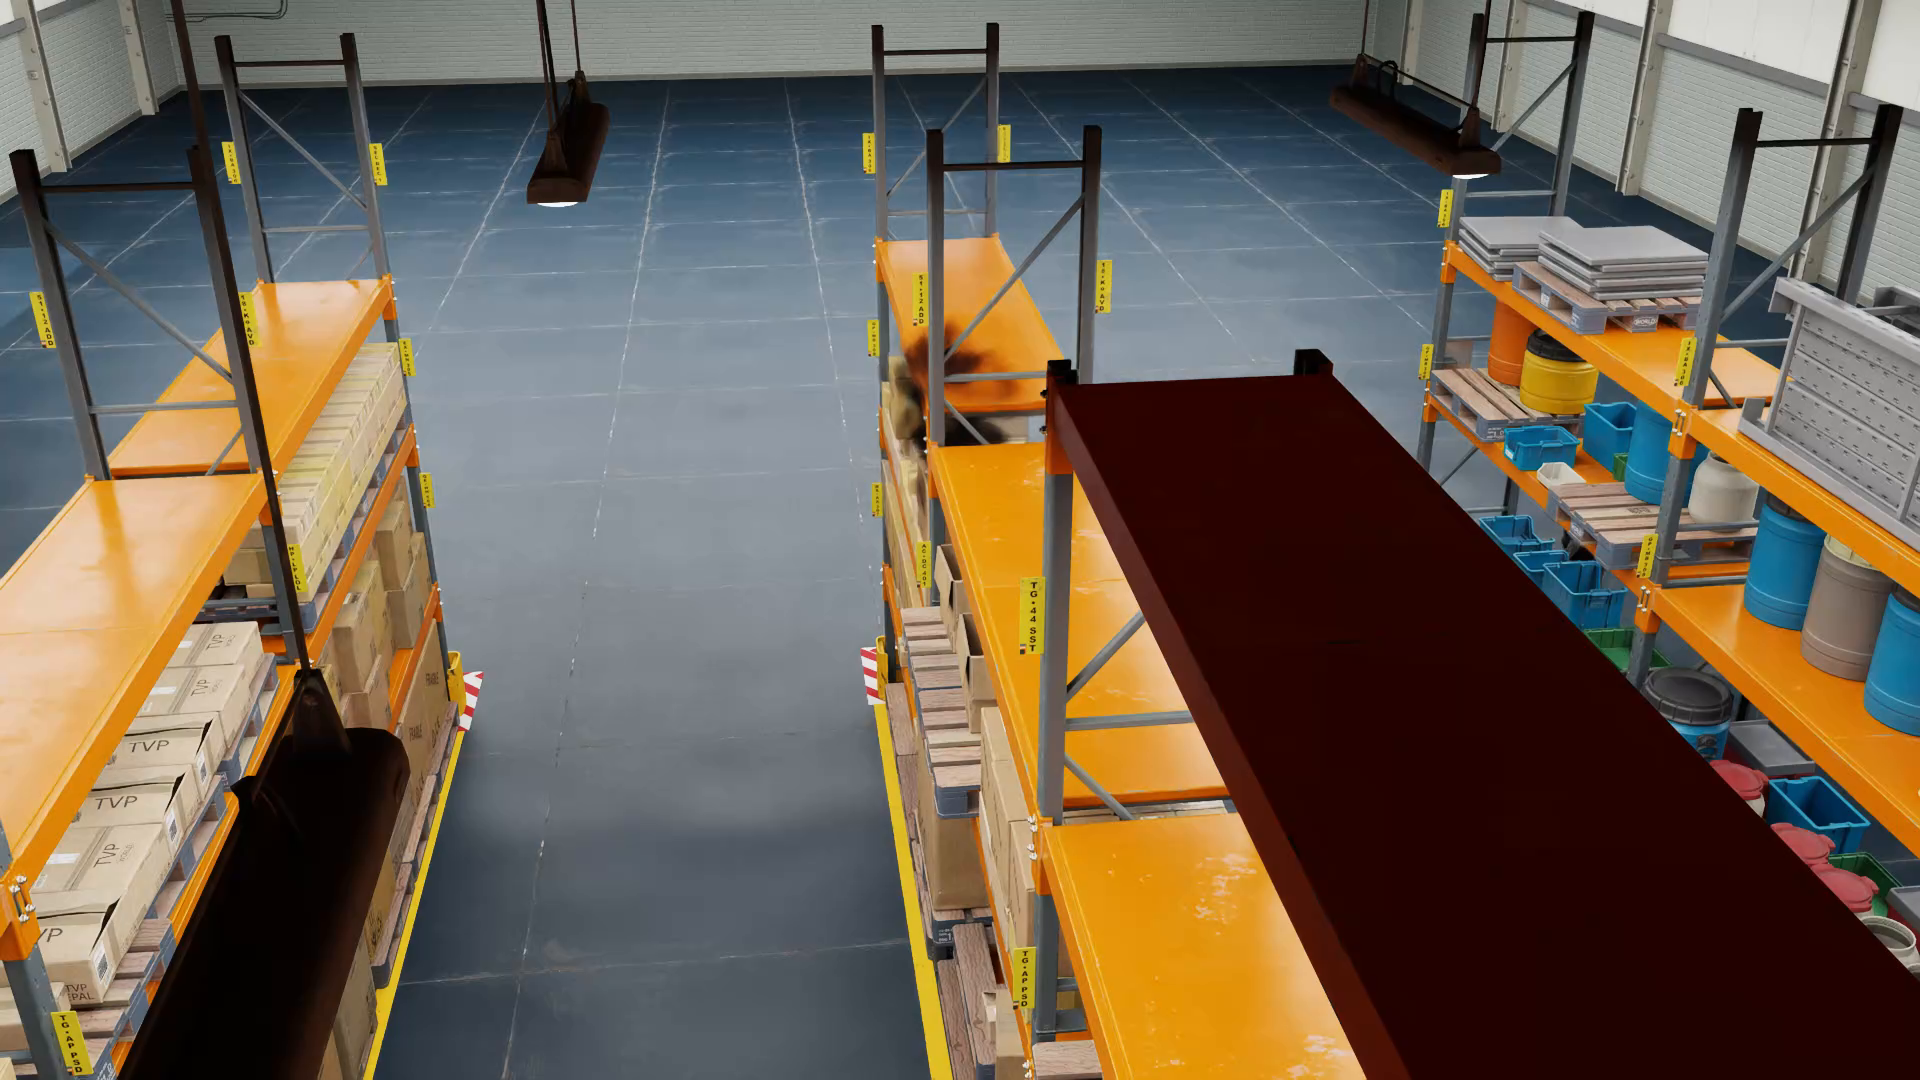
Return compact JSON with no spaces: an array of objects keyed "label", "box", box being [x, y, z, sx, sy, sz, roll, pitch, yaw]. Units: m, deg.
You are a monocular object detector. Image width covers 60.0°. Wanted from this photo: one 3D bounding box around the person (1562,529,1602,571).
[{"label":"person","box":[6.044,0.162,16.232,0.715,1.697,0.641,-12,28,-24]}]
